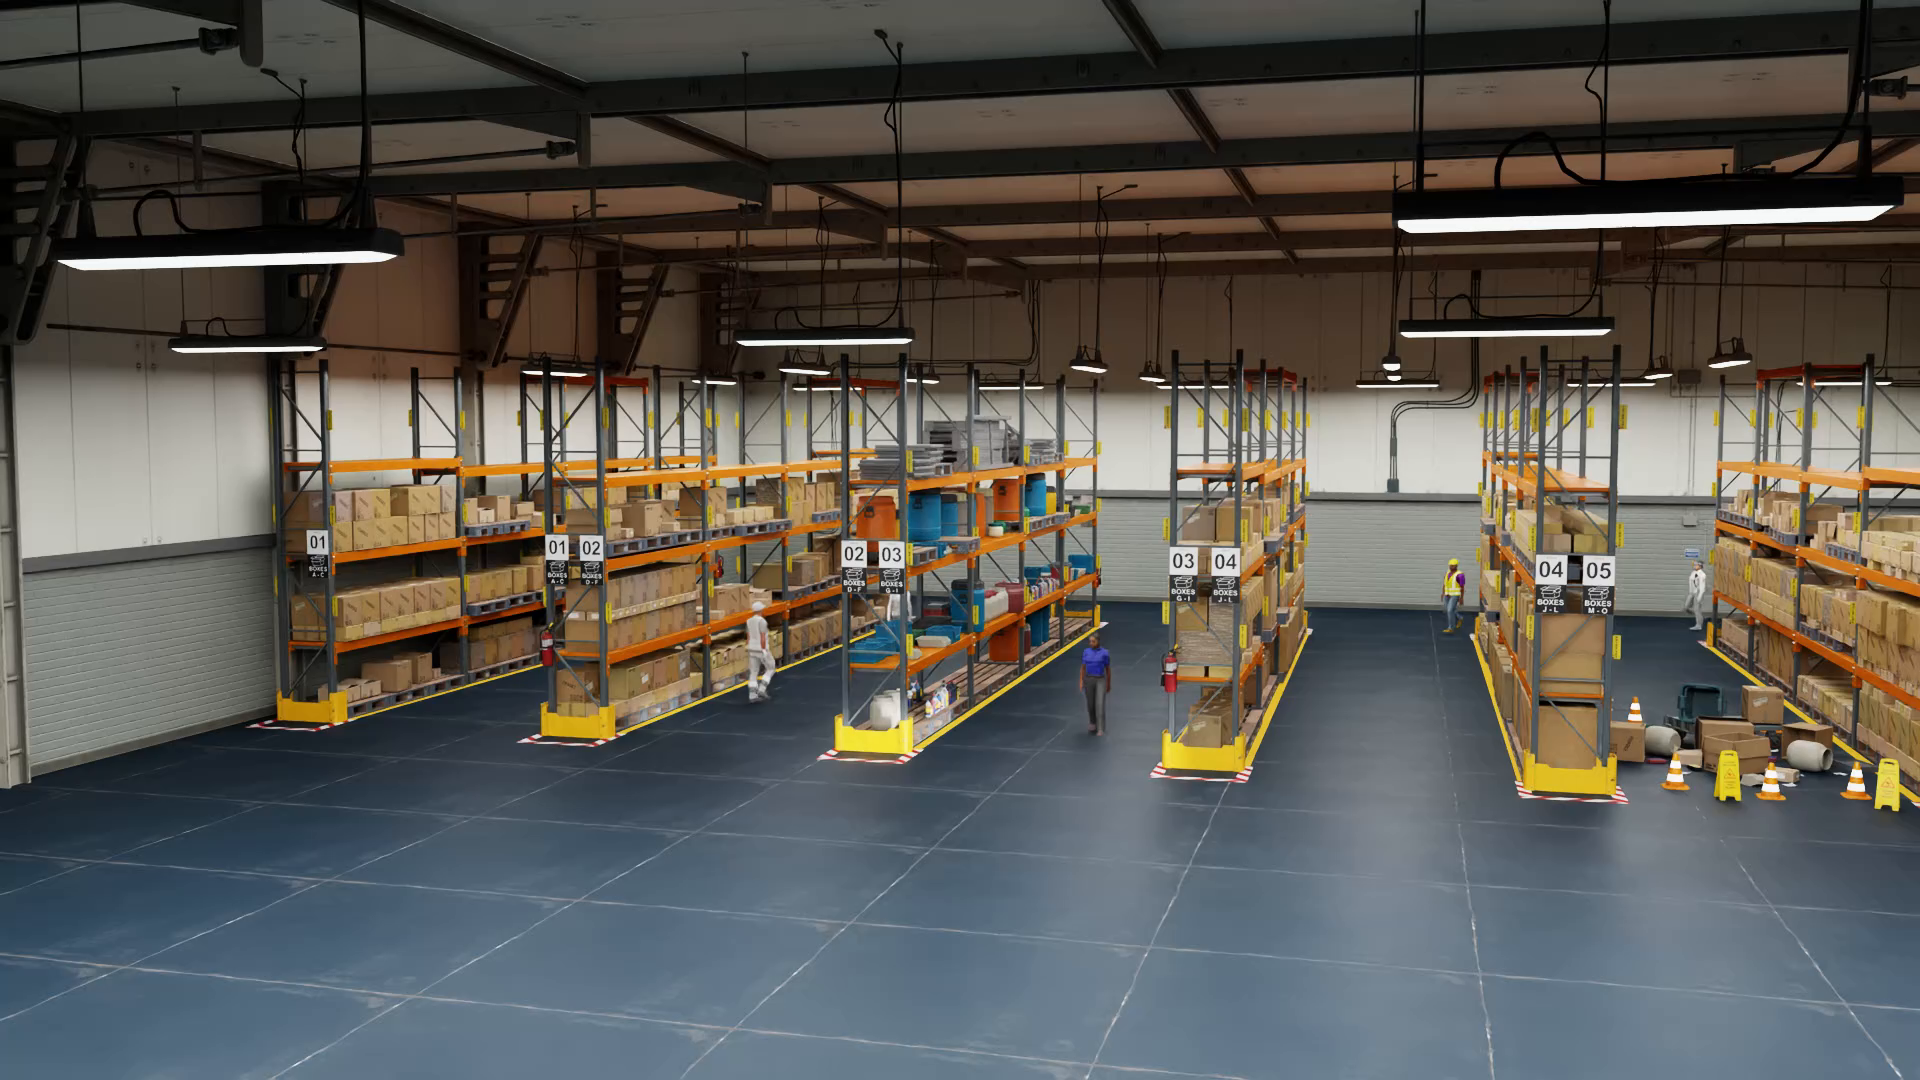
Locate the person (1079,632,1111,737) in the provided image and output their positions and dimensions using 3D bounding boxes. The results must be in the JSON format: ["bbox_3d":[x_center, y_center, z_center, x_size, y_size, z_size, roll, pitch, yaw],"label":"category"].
[{"bbox_3d":[2.151,2.282,26.484,0.476,1.602,0.854,1,4,19],"label":"person"}]

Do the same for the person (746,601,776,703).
[{"bbox_3d":[-3.587,1.974,29.540,0.559,1.773,0.496,2,5,30],"label":"person"}]

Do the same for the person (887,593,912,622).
[{"bbox_3d":[-1.288,1.613,35.520,0.491,1.624,1.049,1,4,14],"label":"person"}]

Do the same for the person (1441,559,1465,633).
[{"bbox_3d":[11.614,1.304,39.060,0.761,1.747,0.584,-2,5,-27],"label":"person"}]

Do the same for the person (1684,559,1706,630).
[{"bbox_3d":[17.546,1.294,39.586,0.447,1.679,0.513,-1,4,-8],"label":"person"}]
